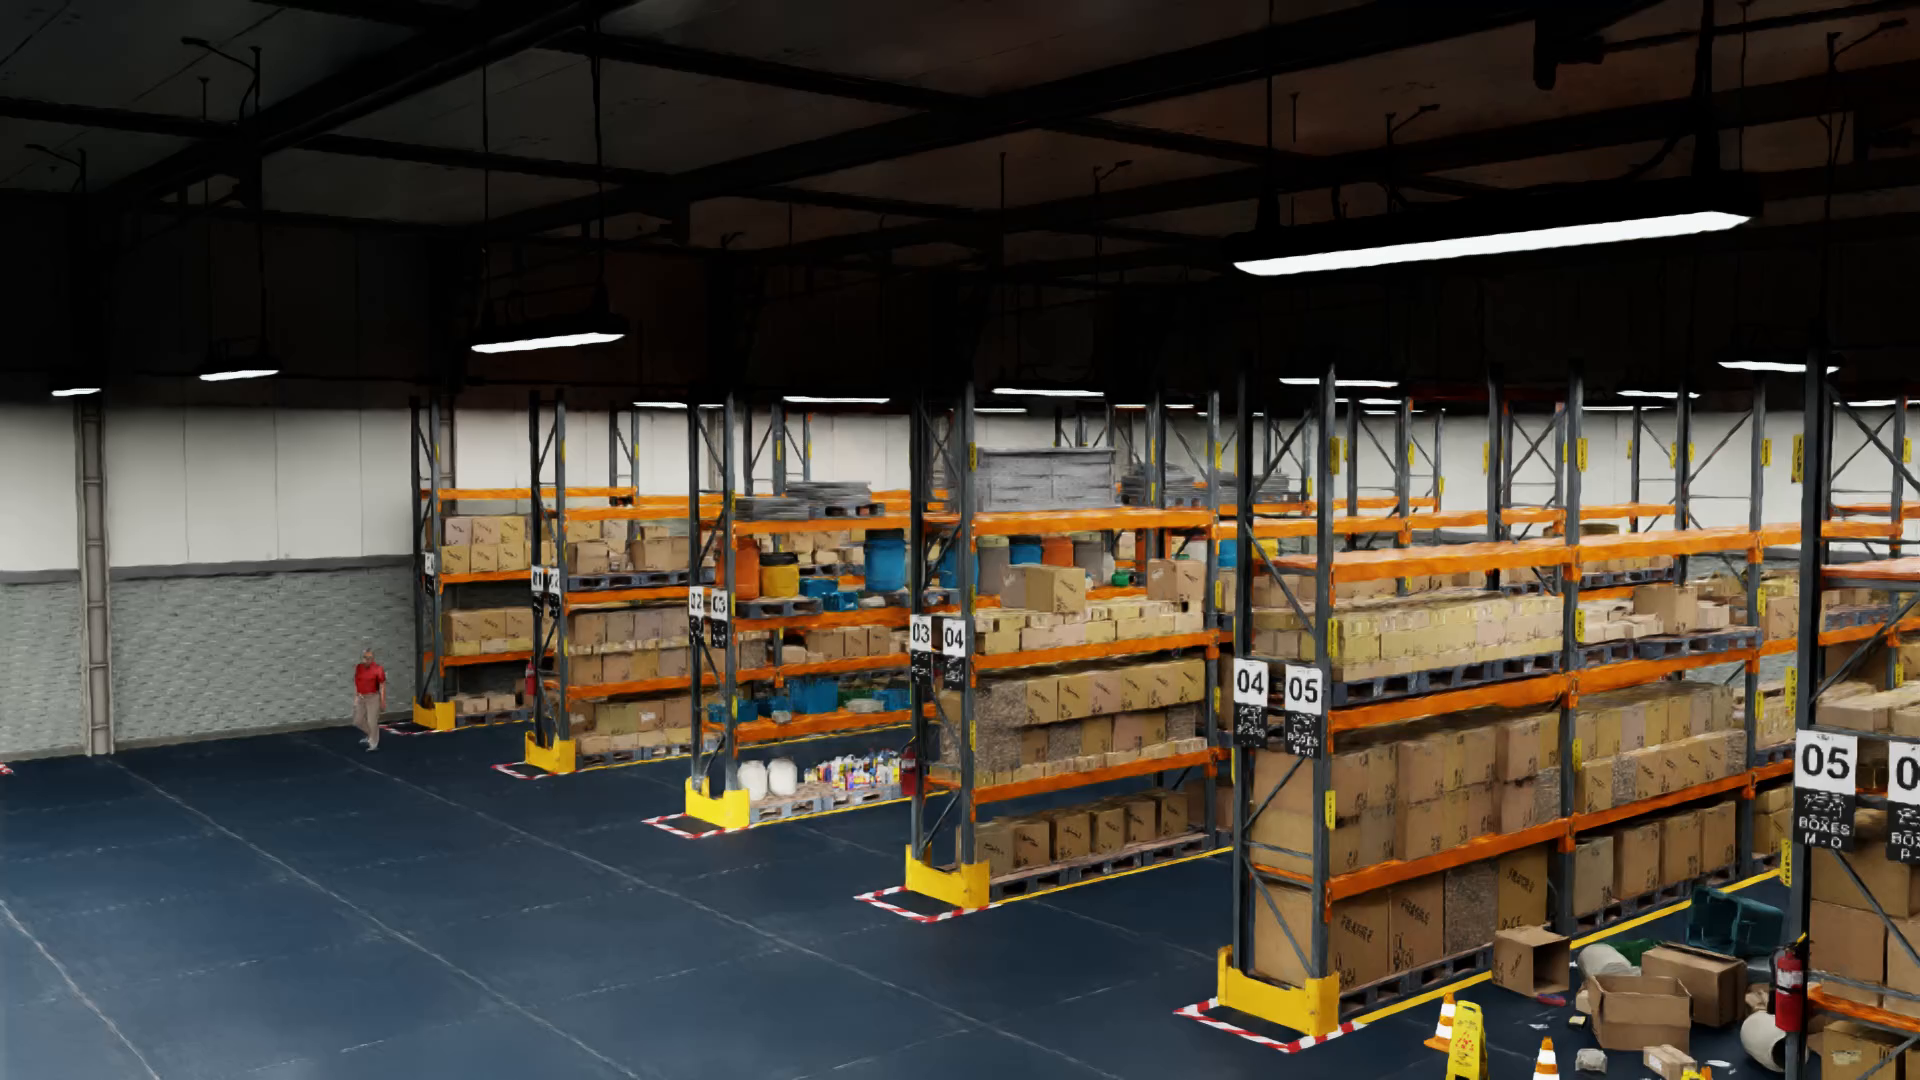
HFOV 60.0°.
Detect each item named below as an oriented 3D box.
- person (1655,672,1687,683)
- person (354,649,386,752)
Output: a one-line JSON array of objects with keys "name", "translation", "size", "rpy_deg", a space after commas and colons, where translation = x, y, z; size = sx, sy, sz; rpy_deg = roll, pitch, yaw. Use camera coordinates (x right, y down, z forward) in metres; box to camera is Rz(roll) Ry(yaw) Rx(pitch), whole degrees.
[{"name": "person", "translation": [11.255, 2.752, 26.285], "size": [0.552, 1.742, 0.677], "rpy_deg": [-3, 4, -41]}, {"name": "person", "translation": [-9.871, 2.665, 27.894], "size": [0.593, 1.715, 0.561], "rpy_deg": [1, 3, 14]}]
